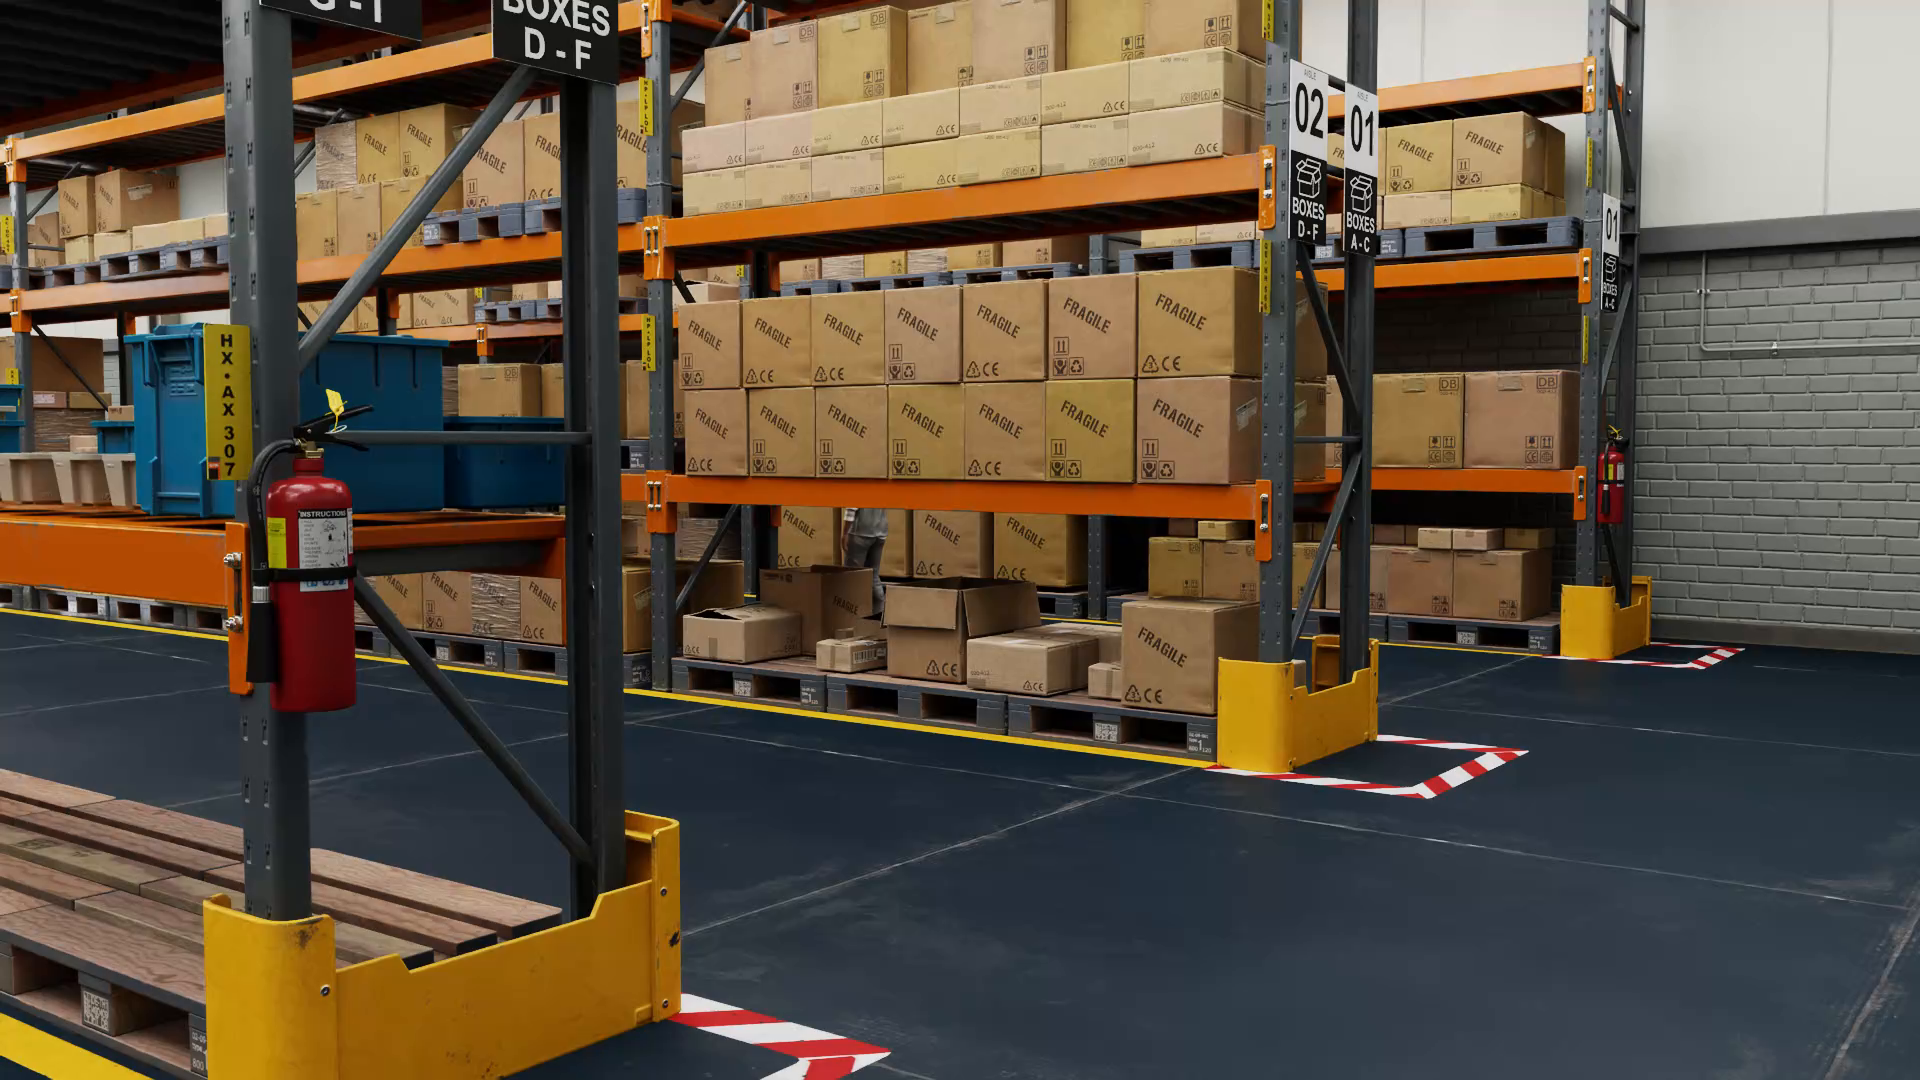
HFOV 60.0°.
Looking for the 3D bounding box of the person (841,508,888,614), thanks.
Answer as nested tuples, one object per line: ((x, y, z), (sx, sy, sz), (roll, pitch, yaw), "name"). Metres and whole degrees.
((-0.726, -0.037, 12.518), (0.346, 1.593, 0.484), (2, 4, 33), "person")
